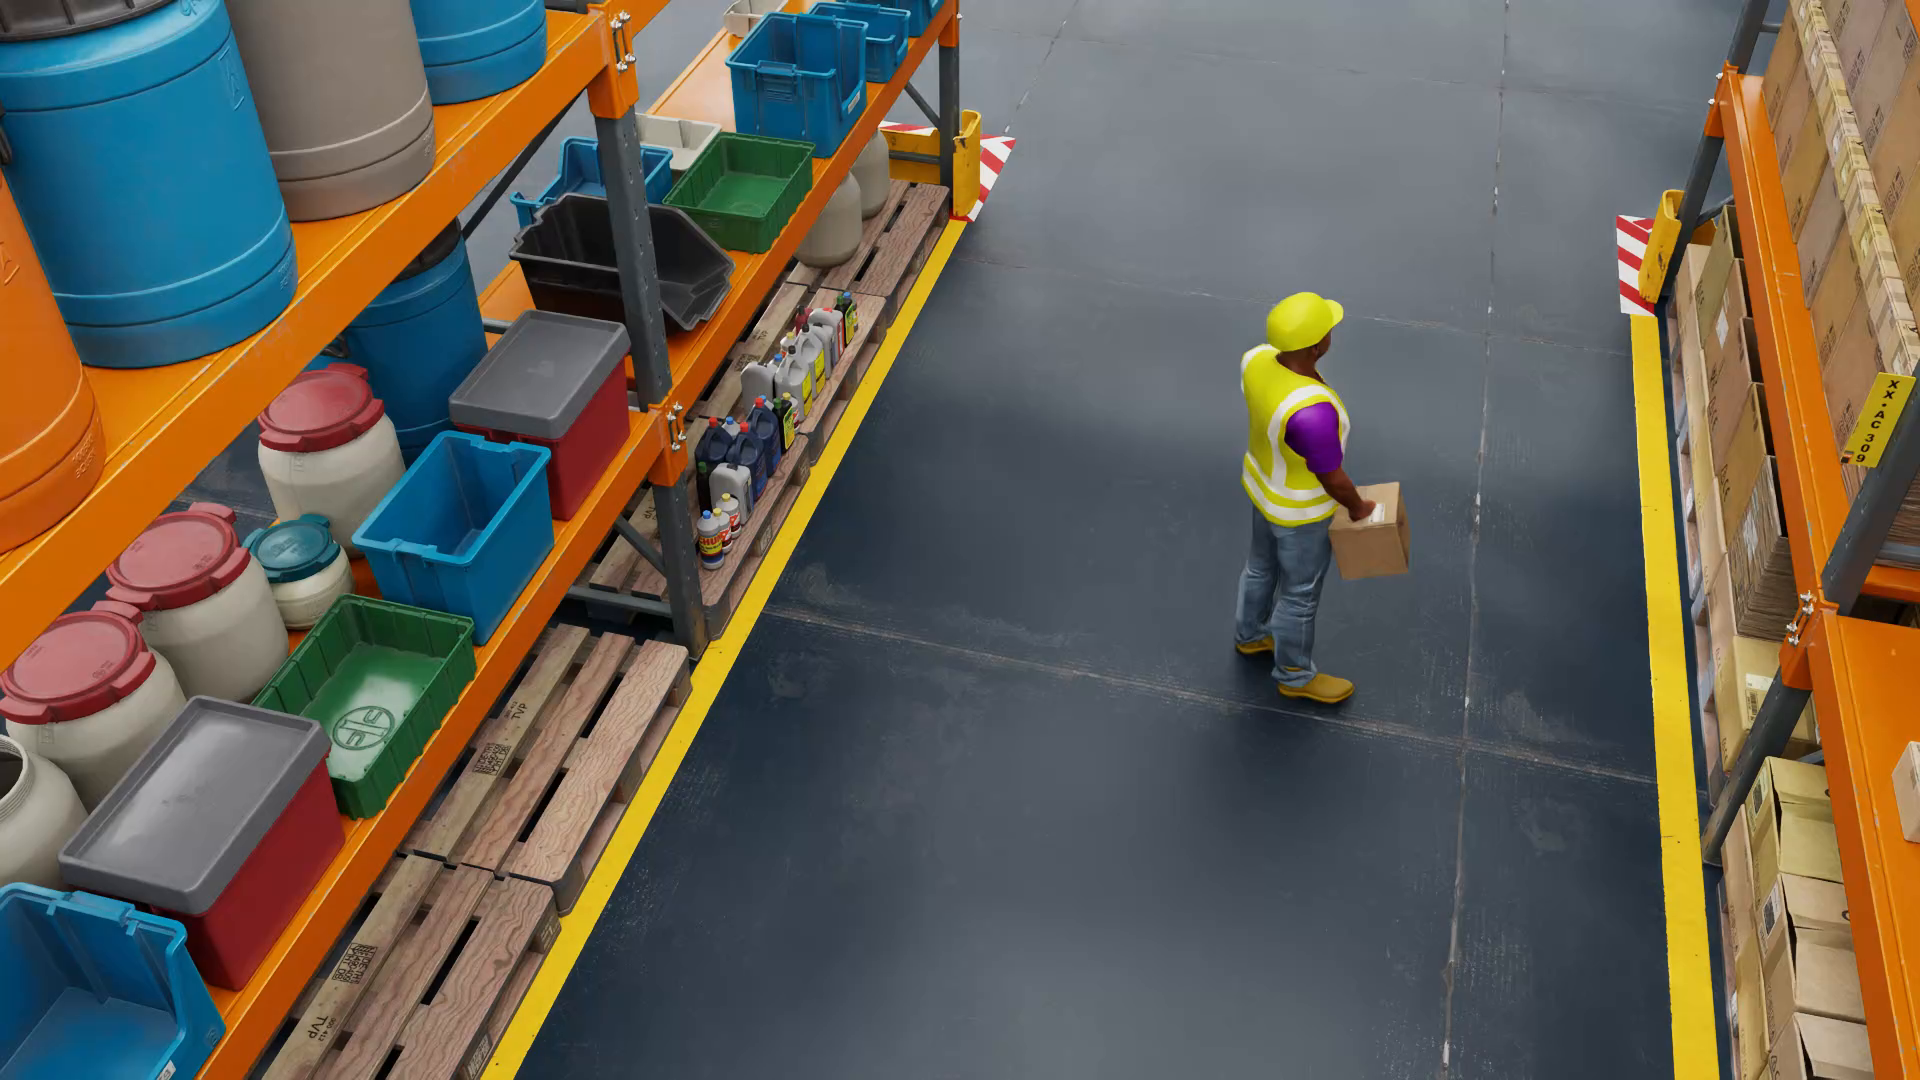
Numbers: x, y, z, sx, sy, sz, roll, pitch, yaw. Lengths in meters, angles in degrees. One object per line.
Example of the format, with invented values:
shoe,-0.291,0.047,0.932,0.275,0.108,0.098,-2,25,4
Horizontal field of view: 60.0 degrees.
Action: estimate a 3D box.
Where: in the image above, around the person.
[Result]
person,1.307,-0.171,6.321,0.493,1.772,0.605,-10,42,-11
